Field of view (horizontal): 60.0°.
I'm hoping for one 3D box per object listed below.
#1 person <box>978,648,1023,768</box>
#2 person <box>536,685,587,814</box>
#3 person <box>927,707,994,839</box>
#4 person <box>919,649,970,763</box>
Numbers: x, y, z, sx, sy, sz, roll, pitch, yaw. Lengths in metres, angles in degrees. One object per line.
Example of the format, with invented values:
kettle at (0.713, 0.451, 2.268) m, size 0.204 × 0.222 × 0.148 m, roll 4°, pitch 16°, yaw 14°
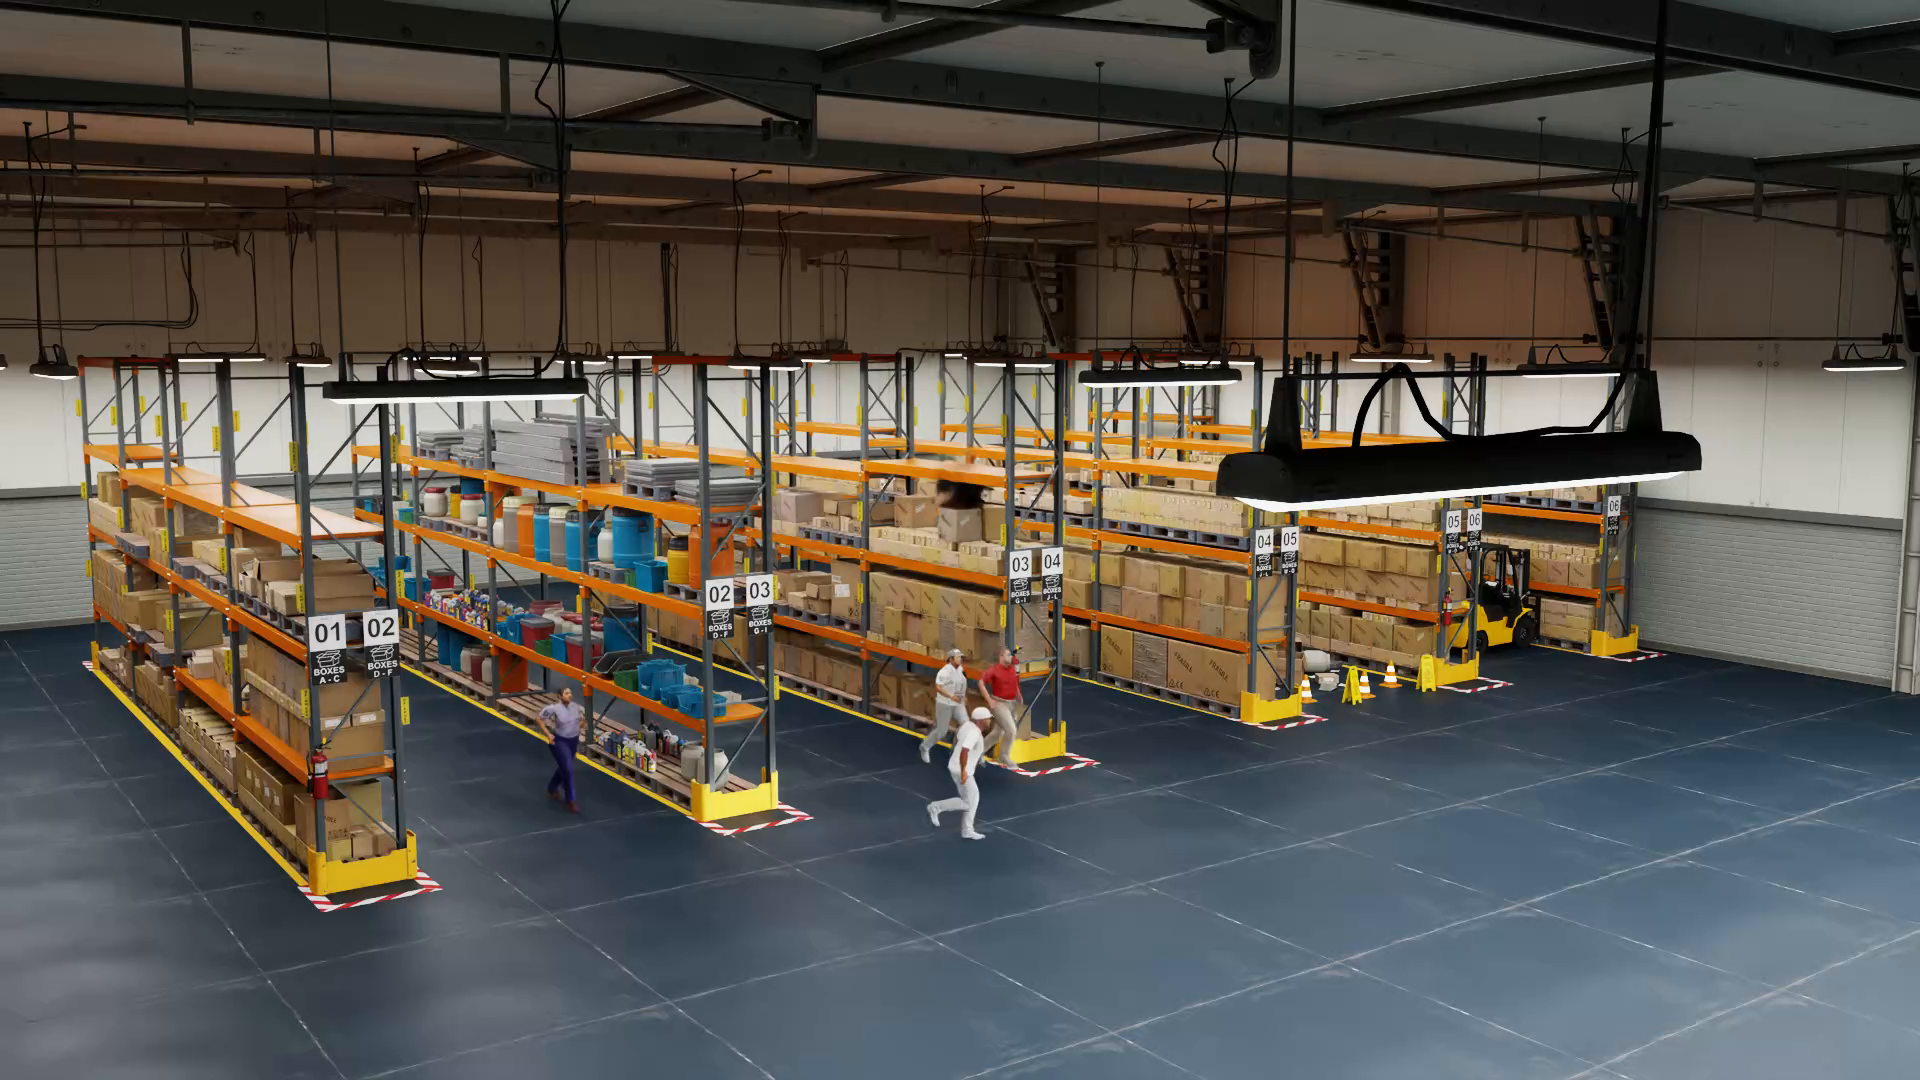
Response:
person at (0.582, 2.413, 23.878) m, size 0.800 × 1.732 × 0.690 m, roll 5°, pitch 8°, yaw 35°
person at (-5.346, 2.801, 22.477) m, size 0.799 × 1.705 × 0.593 m, roll 5°, pitch 8°, yaw 33°
person at (0.001, 2.960, 21.098) m, size 0.878 × 1.693 × 0.691 m, roll -2°, pitch 7°, yaw -14°
person at (-0.141, 2.409, 24.204) m, size 0.764 × 1.678 × 0.656 m, roll 6°, pitch 9°, yaw 39°
